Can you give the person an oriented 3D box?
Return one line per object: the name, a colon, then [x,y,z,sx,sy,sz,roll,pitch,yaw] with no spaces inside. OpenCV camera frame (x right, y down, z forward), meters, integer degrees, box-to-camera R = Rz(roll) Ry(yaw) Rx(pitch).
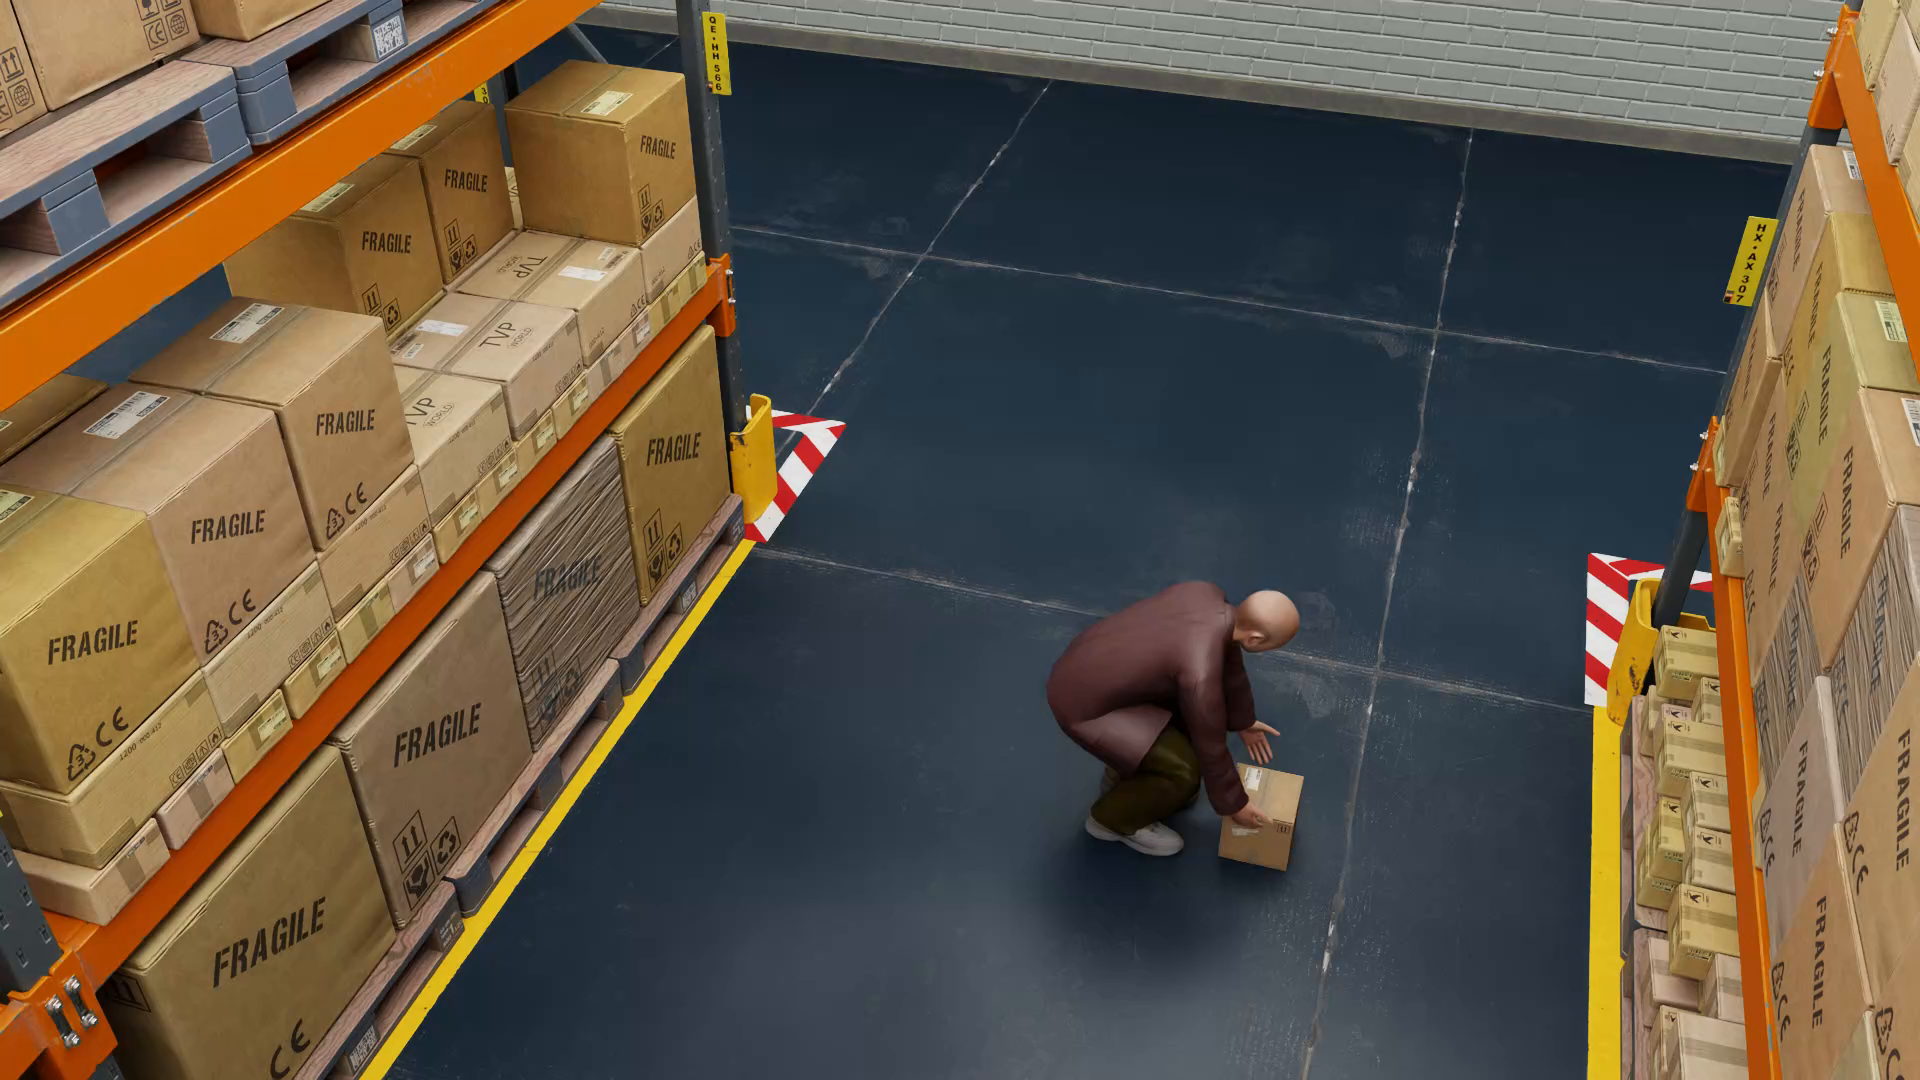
person: [0.738,0.595,5.936,0.860,1.092,0.615,11,38,14]
